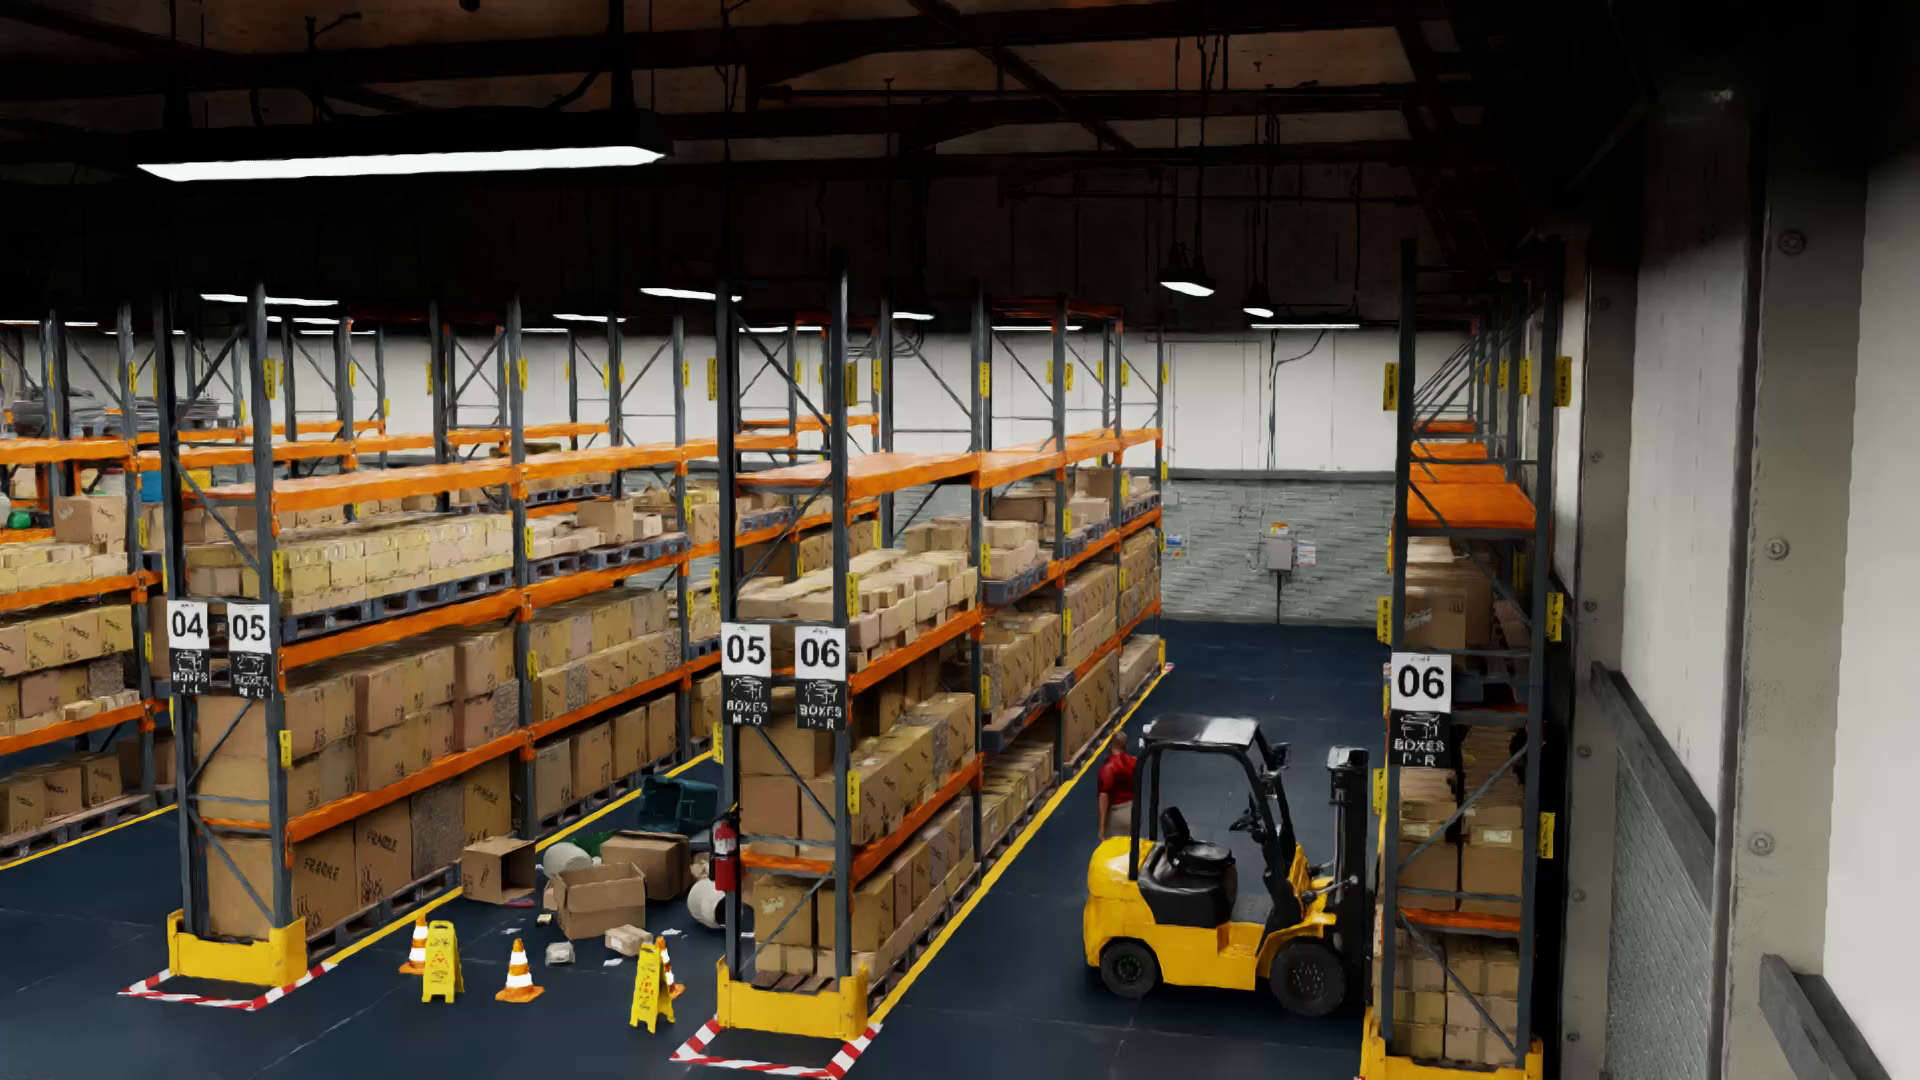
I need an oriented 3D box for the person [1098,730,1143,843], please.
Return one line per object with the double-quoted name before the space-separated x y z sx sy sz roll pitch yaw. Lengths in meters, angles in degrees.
"person" 1.453 2.641 15.691 0.588 1.731 0.498 -6 9 -45
